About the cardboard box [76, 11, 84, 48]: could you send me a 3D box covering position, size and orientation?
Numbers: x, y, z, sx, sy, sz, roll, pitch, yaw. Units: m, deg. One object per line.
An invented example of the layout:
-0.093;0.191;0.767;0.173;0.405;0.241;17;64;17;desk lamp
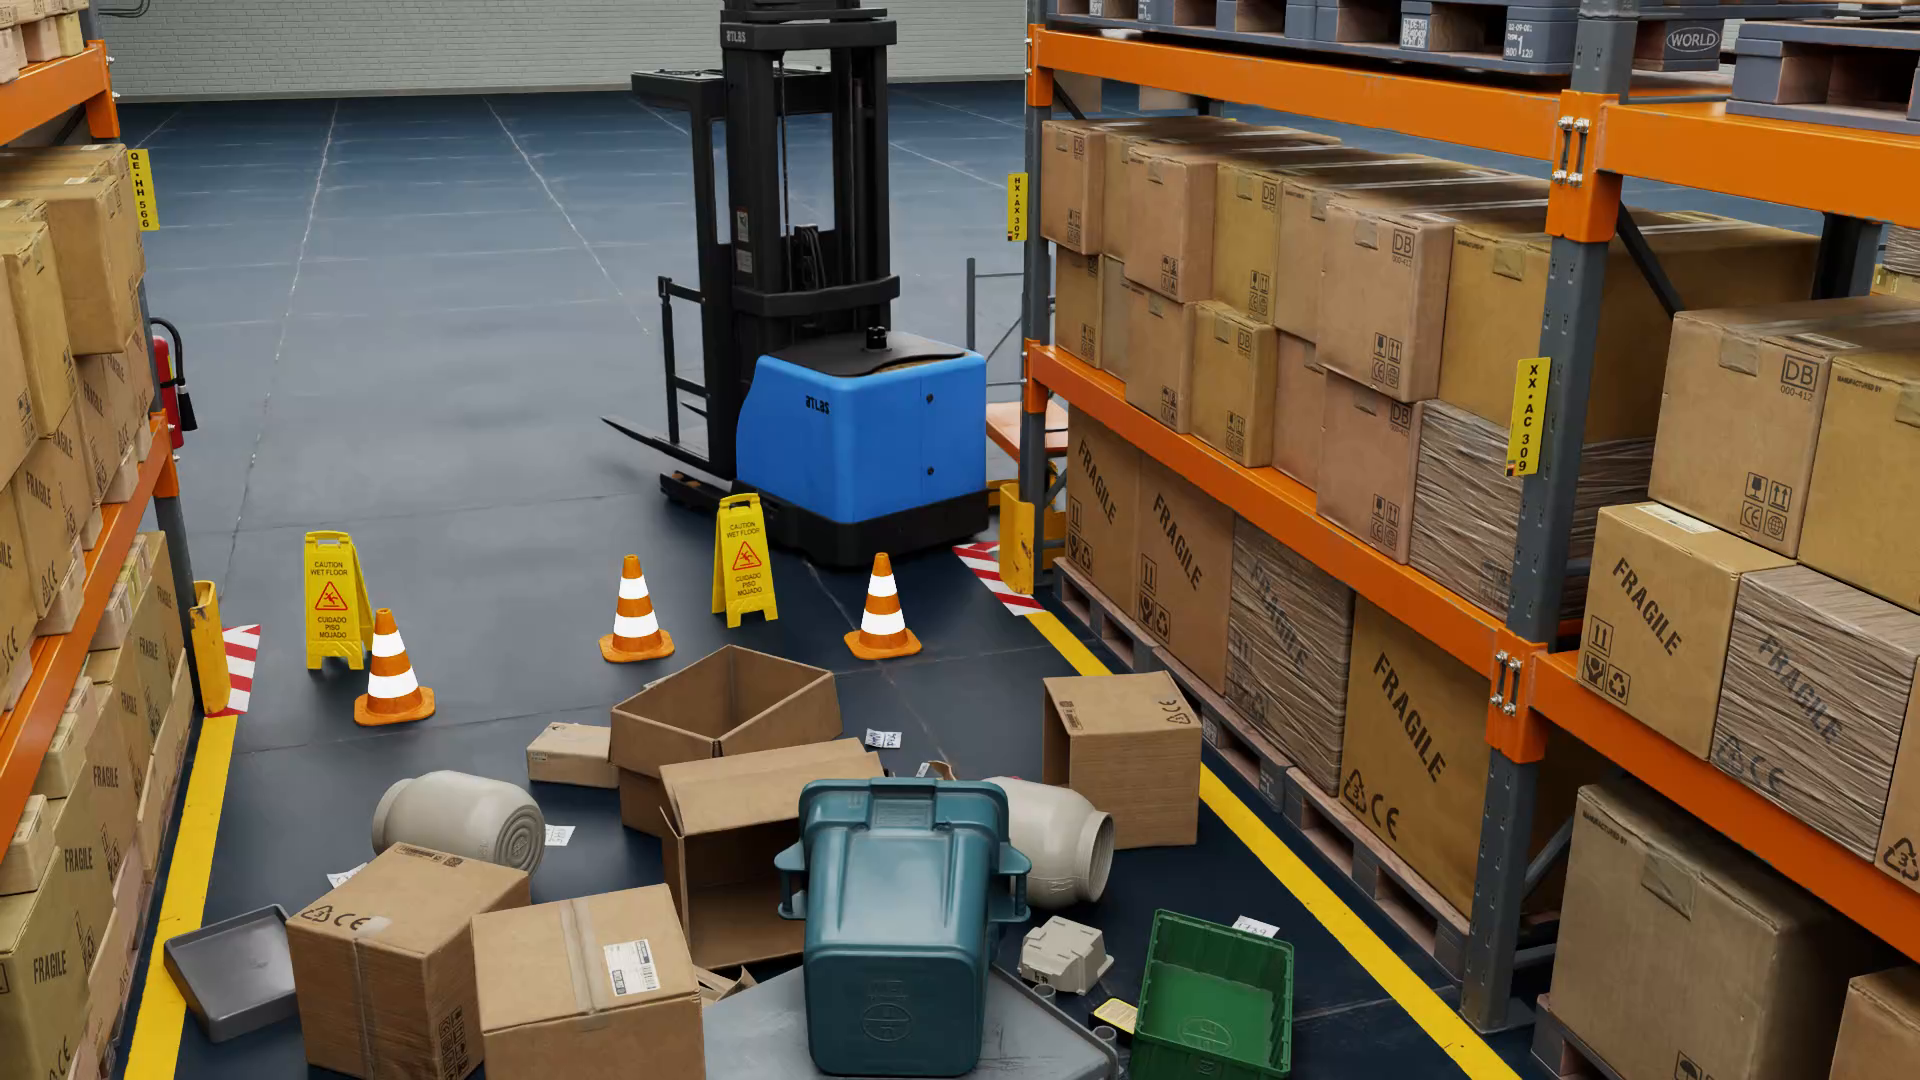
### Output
-3.482;-1.881;6.151;0.380;0.149;0.250;-6;21;-17;cardboard box

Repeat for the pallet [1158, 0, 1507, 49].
1.438;-1.972;6.162;1.003;0.211;1.213;-6;21;-17;pallet

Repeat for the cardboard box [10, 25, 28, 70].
-3.181;-1.553;5.236;0.380;0.149;0.250;-7;21;-18;cardboard box

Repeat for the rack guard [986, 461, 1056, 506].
0.287;-0.317;9.929;0.587;0.250;0.087;-6;21;-15;rack guard

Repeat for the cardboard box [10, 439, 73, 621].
-2.801;-0.068;4.580;0.500;0.500;0.500;-7;21;-18;cardboard box

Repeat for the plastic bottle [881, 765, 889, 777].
-0.383;0.939;6.713;0.133;0.061;0.283;-15;25;-36;plastic bottle

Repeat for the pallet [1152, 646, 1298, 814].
1.513;0.721;7.098;1.003;0.211;1.213;-6;21;-17;pallet

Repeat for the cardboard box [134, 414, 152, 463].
-3.354;-0.387;6.429;0.380;0.149;0.250;-7;21;-18;cardboard box

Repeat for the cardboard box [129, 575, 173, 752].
-3.193;0.468;6.014;0.500;0.500;0.500;-6;21;-15;cardboard box

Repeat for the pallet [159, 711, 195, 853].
-3.614;0.929;6.518;1.003;0.211;1.213;-6;21;-17;pallet

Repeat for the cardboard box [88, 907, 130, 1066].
-2.710;1.320;4.752;0.500;0.250;0.500;-5;20;-14;cardboard box

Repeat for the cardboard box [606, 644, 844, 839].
-0.904;0.797;6.453;0.637;0.503;0.797;12;23;30;cardboard box

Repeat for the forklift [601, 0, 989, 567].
-1.162;-1.663;9.710;1.130;2.935;3.031;-16;25;-37;forklift

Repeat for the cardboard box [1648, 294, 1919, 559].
2.227;-0.306;4.204;0.700;0.500;0.500;-7;21;-18;cardboard box

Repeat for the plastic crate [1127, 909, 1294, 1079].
0.767;1.433;5.065;0.450;0.188;0.662;13;22;7;plastic crate

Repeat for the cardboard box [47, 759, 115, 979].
-2.711;0.966;4.626;0.500;0.500;0.500;-6;20;-15;cardboard box

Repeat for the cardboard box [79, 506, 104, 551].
-3.070;-0.054;5.501;0.380;0.149;0.250;-7;21;-18;cardboard box

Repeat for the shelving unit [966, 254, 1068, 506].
0.427;-0.744;9.268;0.587;1.500;1.083;-6;21;-15;shelving unit

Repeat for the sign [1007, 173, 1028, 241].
0.279;-1.618;8.087;0.100;0.325;0.005;-6;21;-17;sign

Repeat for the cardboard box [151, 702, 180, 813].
-3.195;0.822;6.137;0.500;0.250;0.500;-6;21;-17;cardboard box

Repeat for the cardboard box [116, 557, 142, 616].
-3.105;0.187;5.836;0.380;0.149;0.250;-6;21;-16;cardboard box

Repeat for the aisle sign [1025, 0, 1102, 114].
0.501;-2.445;7.941;0.394;0.787;0.004;-6;21;-17;aisle sign

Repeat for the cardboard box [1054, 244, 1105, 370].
0.968;-1.187;8.062;0.875;0.550;0.550;-6;21;-17;cardboard box

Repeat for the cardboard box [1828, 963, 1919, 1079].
2.645;1.414;3.750;1.050;0.750;0.750;-6;21;-17;cardboard box

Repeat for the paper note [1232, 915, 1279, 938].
0.994;1.330;5.667;0.142;0.020;0.147;12;23;30;paper note

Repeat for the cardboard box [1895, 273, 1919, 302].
5.472;-1.408;9.271;0.380;0.149;0.250;-6;21;-17;cardboard box

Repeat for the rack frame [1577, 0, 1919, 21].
2.065;-2.771;3.818;1.000;3.000;0.127;-6;21;-17;rack frame

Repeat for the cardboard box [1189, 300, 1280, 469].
1.424;-0.654;6.579;0.875;0.550;0.500;-6;21;-17;cardboard box

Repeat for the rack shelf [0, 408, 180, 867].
-3.231;0.308;5.186;1.077;0.370;4.000;-6;21;-17;rack shelf

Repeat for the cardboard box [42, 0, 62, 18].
-3.299;-1.855;5.488;0.500;0.250;0.500;-7;21;-18;cardboard box

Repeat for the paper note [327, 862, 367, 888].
-2.182;1.217;5.982;0.142;0.019;0.148;-15;25;-36;paper note

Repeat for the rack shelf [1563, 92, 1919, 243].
2.694;-0.378;2.660;1.077;0.370;4.000;-6;21;-17;rack shelf

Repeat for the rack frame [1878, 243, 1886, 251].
5.548;-1.725;9.783;1.000;3.000;0.127;-6;21;-17;rack frame

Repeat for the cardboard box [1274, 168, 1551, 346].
1.659;-1.000;5.944;0.875;0.550;0.550;-6;21;-17;cardboard box

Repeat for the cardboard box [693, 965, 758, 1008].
-0.821;1.408;5.102;0.396;0.266;0.258;12;23;30;cardboard box

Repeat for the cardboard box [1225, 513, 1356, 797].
1.647;0.357;6.507;0.875;0.875;0.875;-6;21;-17;cardboard box

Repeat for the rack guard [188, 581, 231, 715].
-3.835;0.528;7.206;1.175;0.500;0.348;-6;21;-17;rack guard

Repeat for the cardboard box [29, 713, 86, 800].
-2.677;0.620;4.630;0.380;0.149;0.250;-6;20;-15;cardboard box

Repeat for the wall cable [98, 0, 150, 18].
-18.307;-11.900;33.828;3.097;2.526;0.112;-6;21;-17;wall cable

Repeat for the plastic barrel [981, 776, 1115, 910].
0.252;1.064;5.827;0.512;0.421;0.421;8;21;20;plastic barrel

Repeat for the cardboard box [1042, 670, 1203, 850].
0.603;0.839;6.337;0.500;0.500;0.500;-3;20;-8;cardboard box

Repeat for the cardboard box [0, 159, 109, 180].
-3.340;-1.026;5.769;0.700;0.500;0.500;-6;21;-17;cardboard box

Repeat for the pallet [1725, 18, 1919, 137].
2.400;-0.980;3.553;0.805;0.209;1.217;-7;21;-19;pallet

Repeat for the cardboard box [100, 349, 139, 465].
-3.274;-0.553;5.932;0.500;0.500;0.500;-6;21;-17;cardboard box

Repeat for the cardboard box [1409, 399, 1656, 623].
1.938;-0.135;5.133;0.875;0.550;0.550;-6;21;-17;cardboard box

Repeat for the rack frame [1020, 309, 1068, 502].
0.567;-0.582;8.817;0.500;1.500;0.032;-6;21;-15;rack frame

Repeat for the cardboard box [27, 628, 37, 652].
-2.796;0.271;4.595;0.380;0.149;0.250;-6;21;-17;cardboard box

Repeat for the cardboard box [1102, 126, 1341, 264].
1.148;-1.520;7.391;0.875;0.550;0.550;-6;21;-17;cardboard box

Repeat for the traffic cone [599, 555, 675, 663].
-1.553;0.295;7.910;0.336;0.463;0.334;-6;21;-17;traffic cone

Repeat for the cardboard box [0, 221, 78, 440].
-2.806;-0.541;4.418;0.700;0.500;0.500;-7;21;-18;cardboard box

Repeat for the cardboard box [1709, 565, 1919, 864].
2.134;0.365;3.815;0.500;0.500;0.500;-6;21;-17;cardboard box
